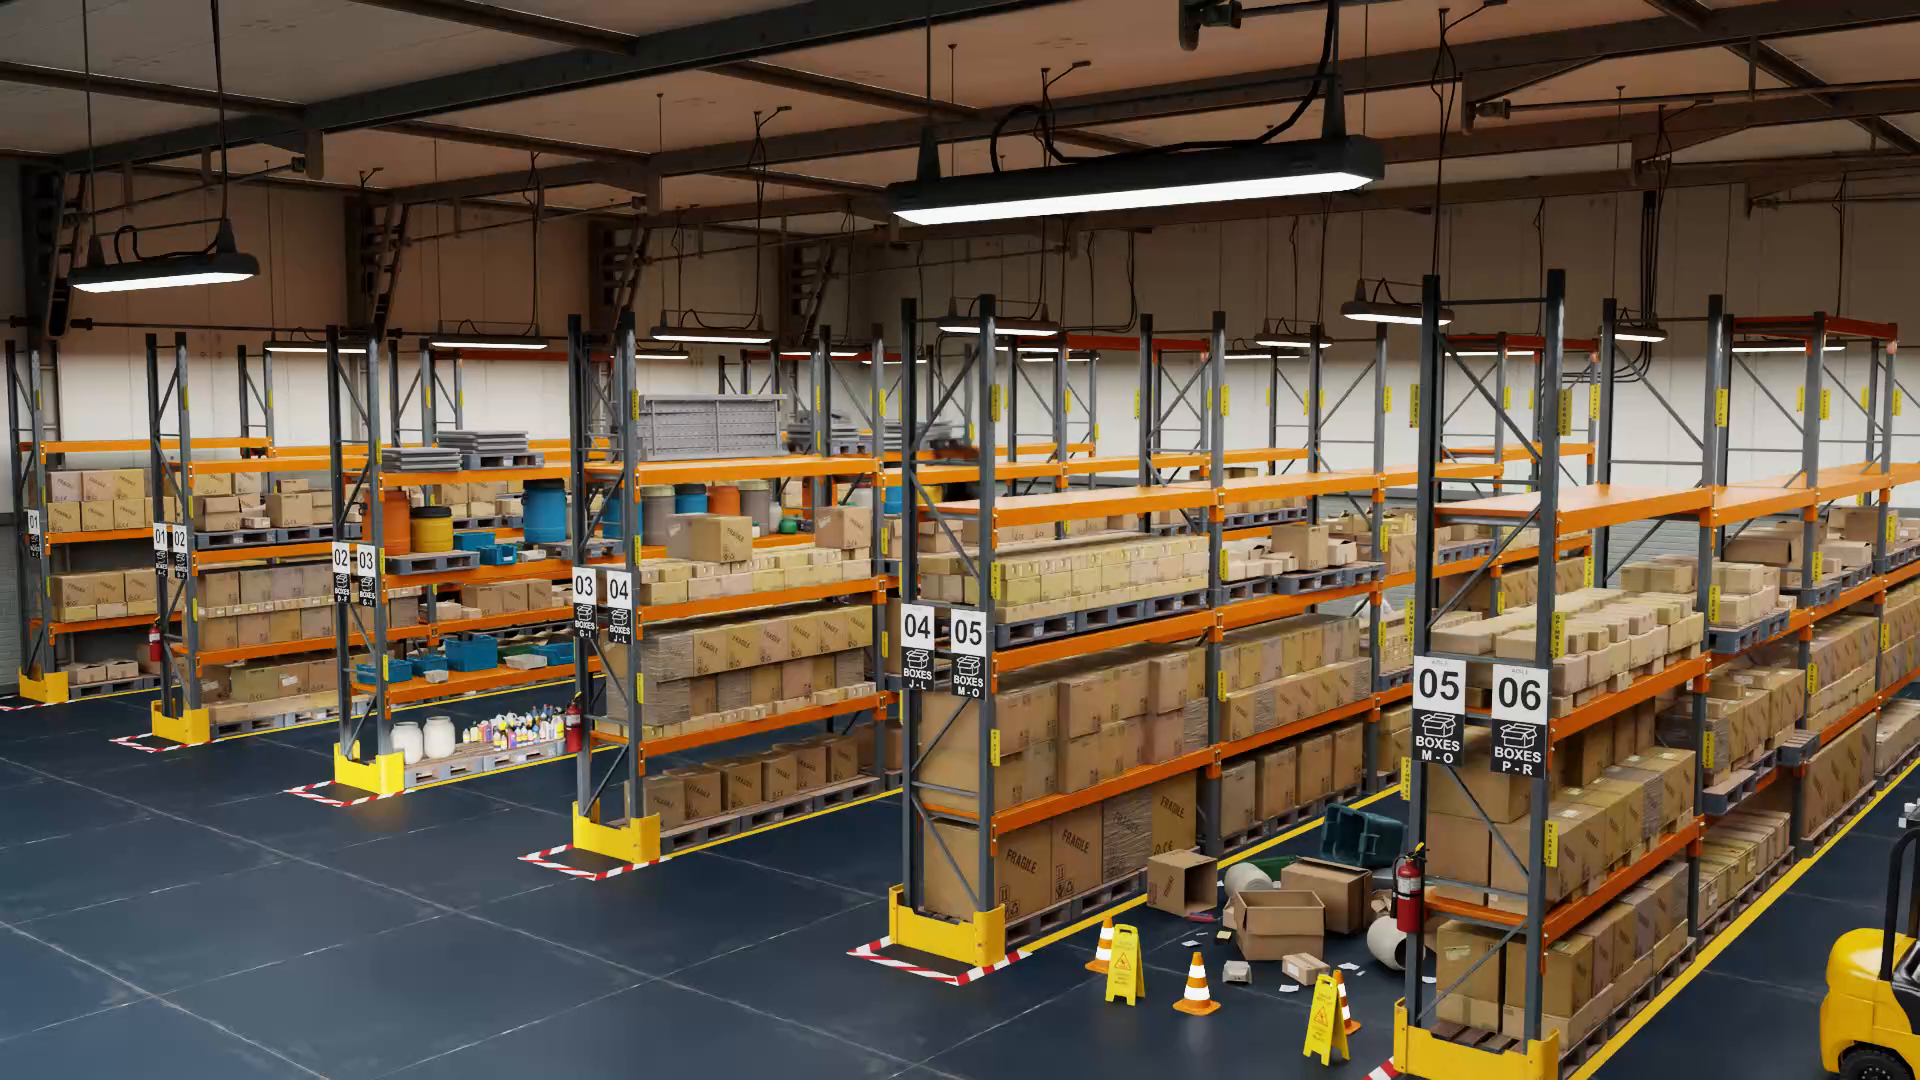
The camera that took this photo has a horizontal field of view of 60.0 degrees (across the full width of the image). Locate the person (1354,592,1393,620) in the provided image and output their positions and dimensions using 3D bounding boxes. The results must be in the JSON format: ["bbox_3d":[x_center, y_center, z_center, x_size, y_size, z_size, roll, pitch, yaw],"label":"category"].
[{"bbox_3d":[7.372,1.664,29.672,0.722,1.704,0.638,0,5,5],"label":"person"}]
